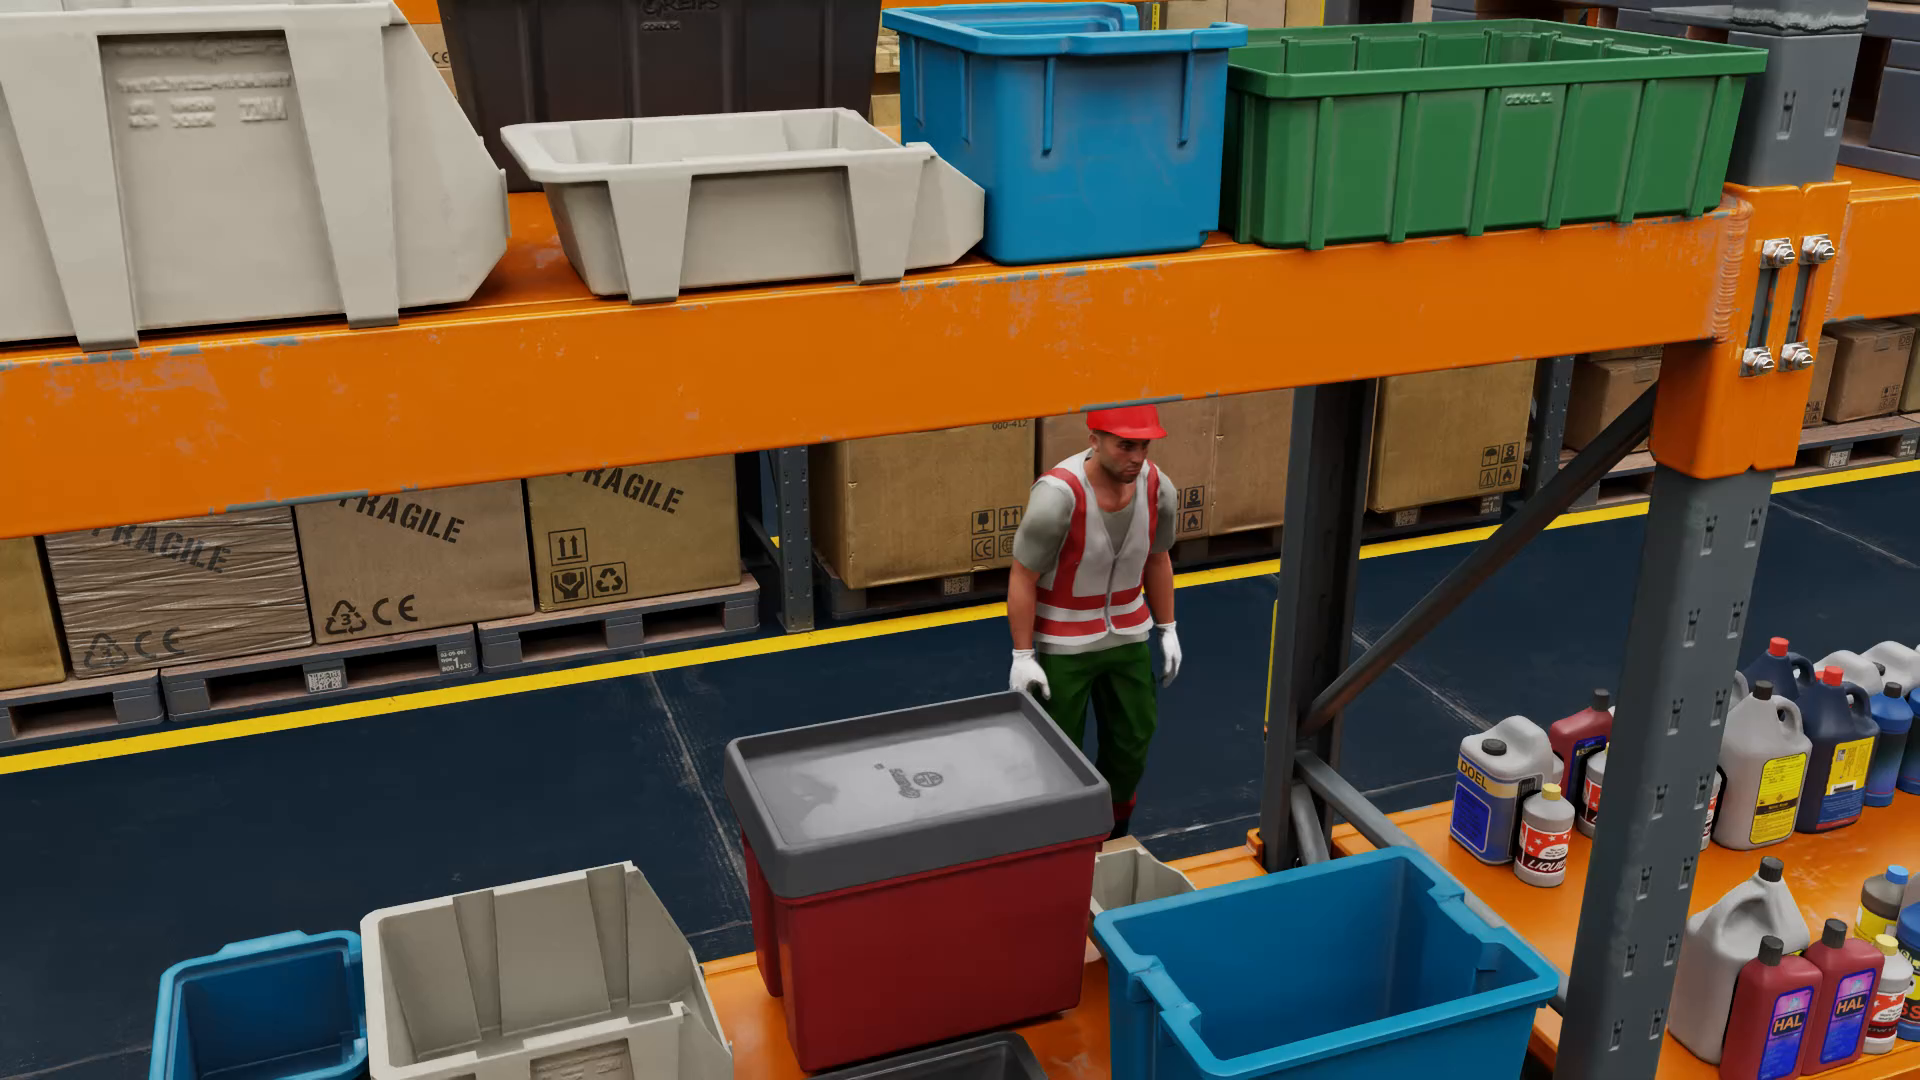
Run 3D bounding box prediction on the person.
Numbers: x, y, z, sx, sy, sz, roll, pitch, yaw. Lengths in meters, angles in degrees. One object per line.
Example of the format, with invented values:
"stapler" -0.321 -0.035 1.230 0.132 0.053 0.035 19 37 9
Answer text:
"person" 0.429 0.349 5.222 0.613 1.778 0.452 -10 24 -22
